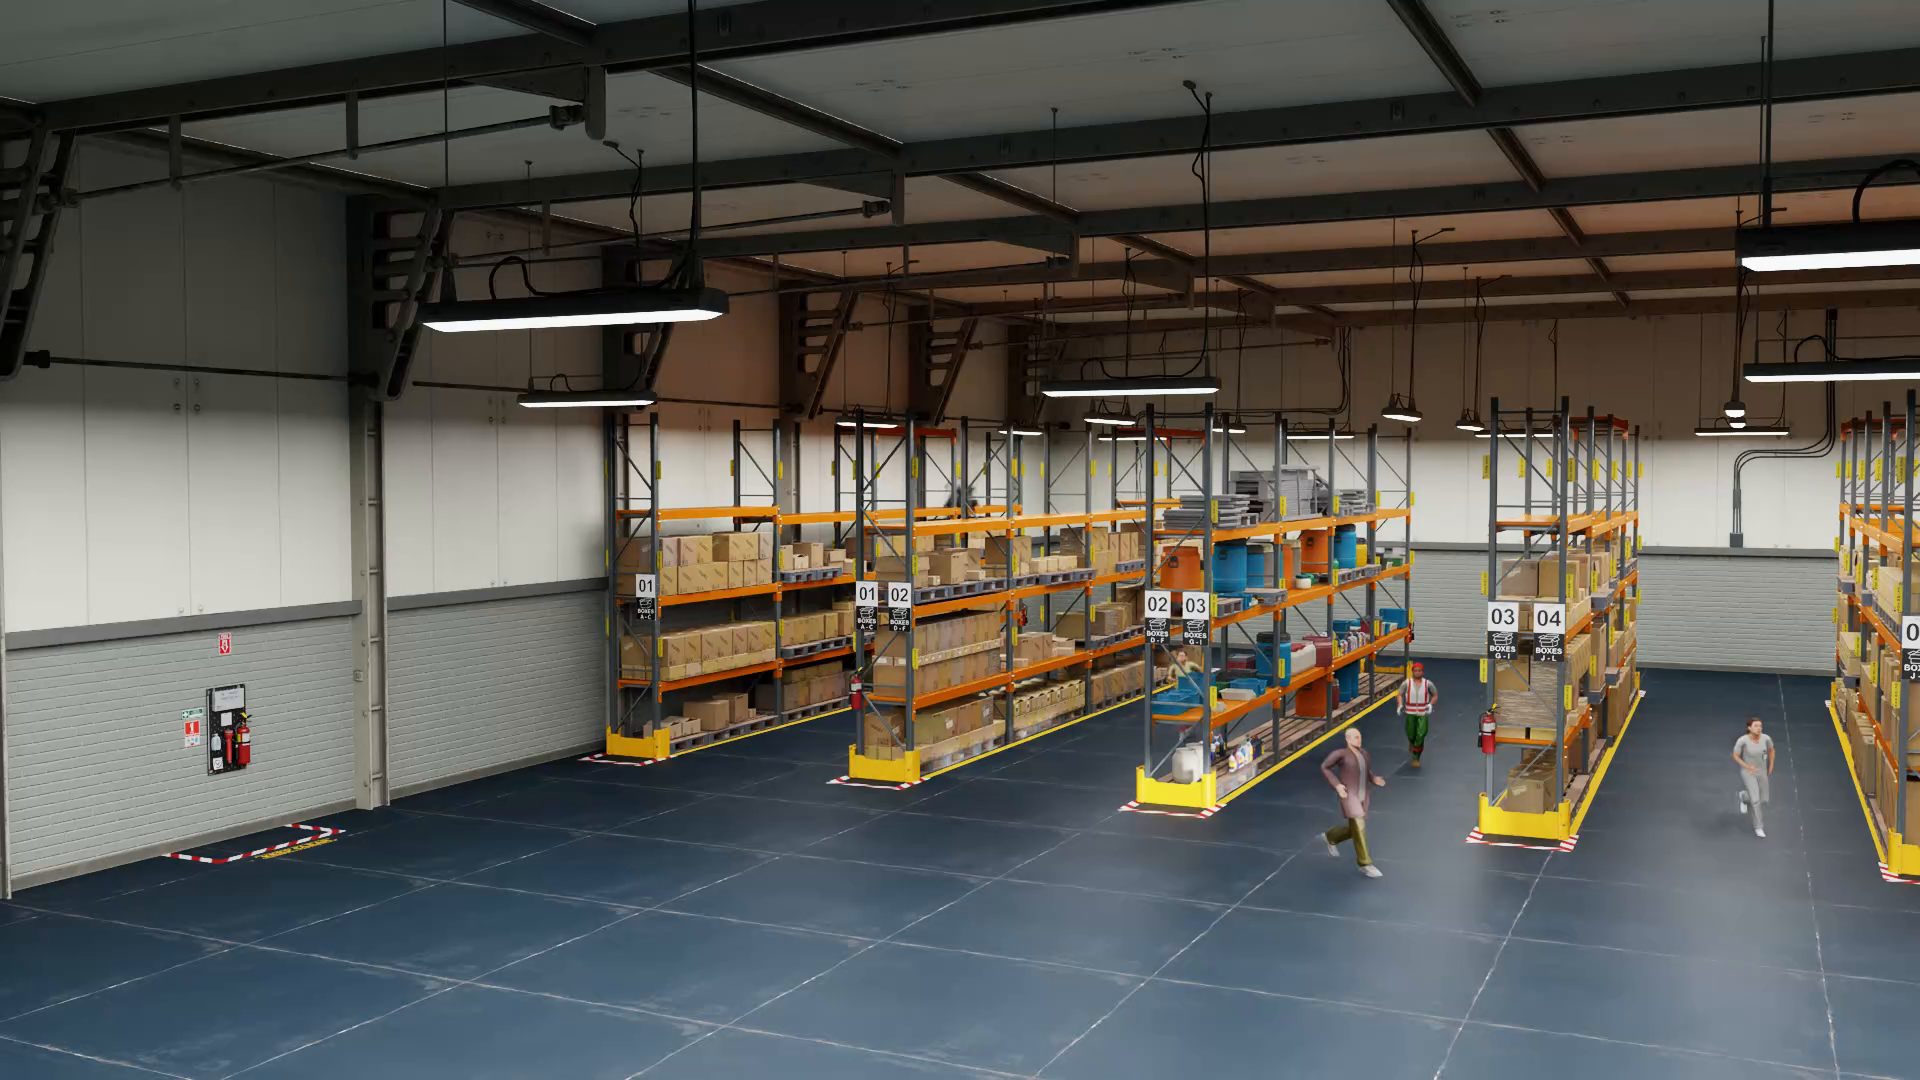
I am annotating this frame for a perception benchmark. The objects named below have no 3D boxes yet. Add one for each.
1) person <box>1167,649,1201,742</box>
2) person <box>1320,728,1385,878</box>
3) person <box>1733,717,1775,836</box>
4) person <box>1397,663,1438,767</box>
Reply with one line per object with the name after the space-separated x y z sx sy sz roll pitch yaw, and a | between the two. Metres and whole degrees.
4.180 2.875 30.992 0.599 1.692 0.821 1 3 19 | person
4.885 3.241 20.766 0.710 1.786 1.026 -2 3 -36 | person
10.958 3.243 22.990 0.593 1.630 0.681 0 2 1 | person
7.783 2.955 28.283 0.670 1.752 0.611 1 2 16 | person
